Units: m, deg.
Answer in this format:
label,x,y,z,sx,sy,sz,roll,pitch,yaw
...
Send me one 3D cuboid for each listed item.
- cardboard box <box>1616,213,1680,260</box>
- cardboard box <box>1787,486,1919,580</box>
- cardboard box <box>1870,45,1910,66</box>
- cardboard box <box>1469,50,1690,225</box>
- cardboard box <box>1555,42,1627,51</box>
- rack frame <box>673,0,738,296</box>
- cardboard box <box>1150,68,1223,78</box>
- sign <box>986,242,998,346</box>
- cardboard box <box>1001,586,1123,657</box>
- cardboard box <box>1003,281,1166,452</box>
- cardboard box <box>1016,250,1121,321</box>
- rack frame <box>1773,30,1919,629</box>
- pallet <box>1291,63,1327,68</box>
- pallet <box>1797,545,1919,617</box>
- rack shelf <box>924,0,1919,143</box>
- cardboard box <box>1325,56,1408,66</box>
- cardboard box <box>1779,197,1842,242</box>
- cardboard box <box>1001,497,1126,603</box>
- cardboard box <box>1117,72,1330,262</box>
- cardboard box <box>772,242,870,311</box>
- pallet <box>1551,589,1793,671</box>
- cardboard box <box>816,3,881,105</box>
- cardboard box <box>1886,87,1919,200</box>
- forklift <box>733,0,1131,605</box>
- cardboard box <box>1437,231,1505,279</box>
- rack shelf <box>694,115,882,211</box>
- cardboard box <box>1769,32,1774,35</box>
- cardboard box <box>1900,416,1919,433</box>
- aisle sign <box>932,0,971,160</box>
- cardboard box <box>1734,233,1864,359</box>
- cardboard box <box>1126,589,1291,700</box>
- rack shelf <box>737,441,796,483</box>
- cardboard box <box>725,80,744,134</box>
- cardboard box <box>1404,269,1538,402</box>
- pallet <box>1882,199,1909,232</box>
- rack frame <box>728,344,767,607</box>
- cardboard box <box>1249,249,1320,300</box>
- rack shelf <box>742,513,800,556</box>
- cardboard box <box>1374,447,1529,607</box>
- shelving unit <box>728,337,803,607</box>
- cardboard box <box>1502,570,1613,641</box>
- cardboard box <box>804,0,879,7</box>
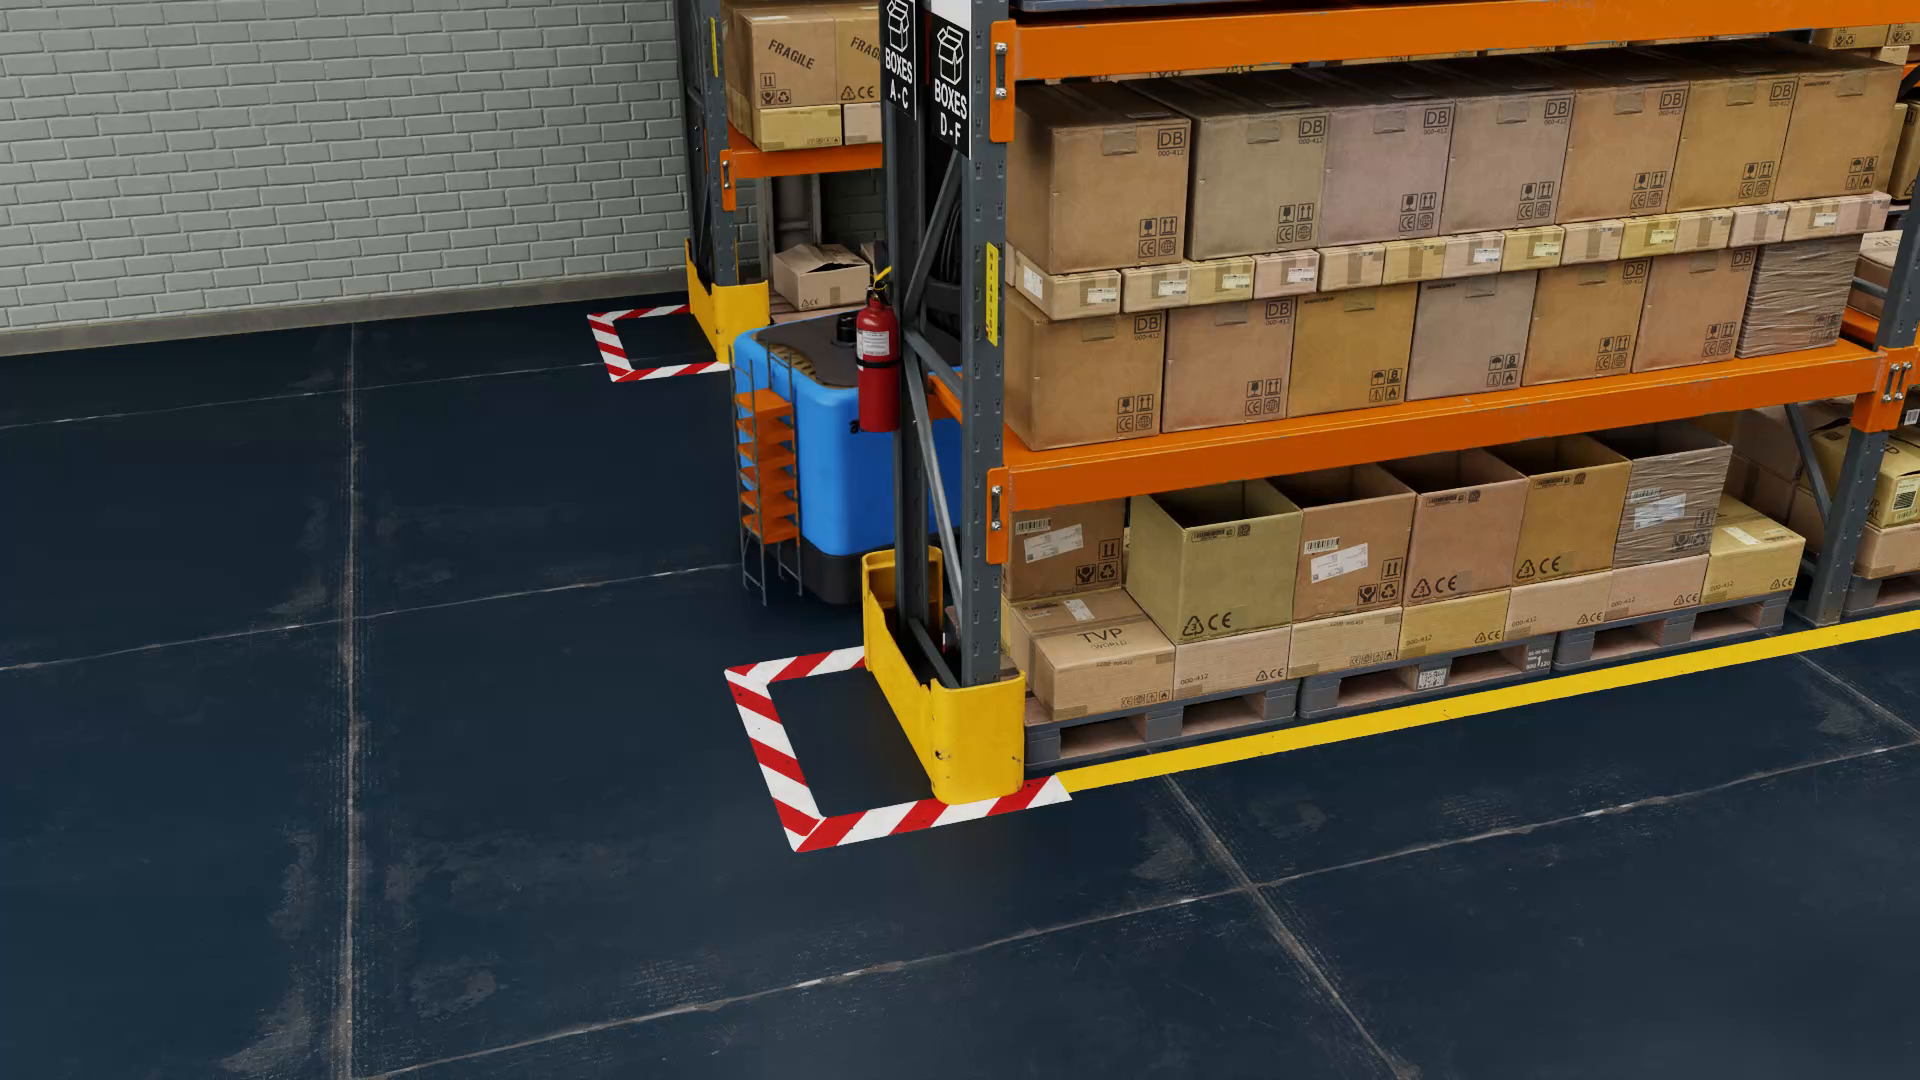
label,x,y,z,sx,sy,sz,roll,pitch,yaw
cardboard box,2.581,-1.233,6.518,0.250,0.149,0.380,-8,28,-16
cardboard box,4.202,-0.072,7.642,0.500,0.250,0.500,-9,28,-17
cardboard box,6.913,-3.685,12.560,0.250,0.149,0.380,-7,27,-15
cardboard box,2.365,-1.588,6.505,0.500,0.500,0.700,-8,28,-16
cardboard box,4.386,-3.802,11.927,0.500,0.500,0.700,-8,28,-16
rack frame,-1.599,-2.708,10.332,0.127,3.000,1.000,-8,28,-16
cardboard box,1.377,-3.270,10.766,0.500,0.500,0.500,-8,28,-16
sign,0.104,-0.802,5.429,0.005,0.325,0.100,-8,28,-16
cardboard box,0.357,0.231,7.032,0.500,0.250,0.500,-8,28,-16
cardboard box,0.386,-0.718,6.210,0.500,0.500,0.700,-8,28,-16
cardboard box,0.378,-0.913,5.873,0.250,0.149,0.380,-8,28,-16
rack frame,3.742,-1.165,7.223,0.127,3.000,1.000,-8,28,-16
pallet,2.976,-3.217,11.572,1.213,0.211,1.003,-8,28,-16
pallet,4.430,-0.034,8.081,1.213,0.211,1.003,-8,28,-16
rack shelf,1.840,-1.911,6.162,4.000,0.370,1.077,-8,28,-16
cardboard box,2.698,-3.556,11.433,0.500,0.500,0.700,-8,28,-16
cardboard box,3.314,-1.339,6.732,0.250,0.149,0.380,-9,28,-17
cardboard box,0.356,-0.106,6.867,0.500,0.500,0.500,-8,28,-16
cardboard box,0.935,-1.381,6.087,0.500,0.500,0.700,-9,28,-17
cardboard box,-0.914,-1.758,10.947,0.500,0.311,0.500,-12,29,-22
pallet,2.972,0.176,7.658,1.213,0.211,1.003,-8,28,-16
cardboard box,-0.579,-2.988,10.199,0.500,0.500,0.500,-8,28,-16
cardboard box,7.582,-3.199,13.265,0.750,0.750,0.750,-8,28,-16
forklift,0.448,-1.487,7.949,3.031,2.935,1.130,-15,30,-28
cardboard box,1.840,-1.124,6.298,0.250,0.149,0.380,-8,27,-16
rack shelf,0.302,-2.661,11.046,4.000,0.370,1.077,-8,28,-16
cardboard box,6.375,-4.173,12.813,0.500,0.500,0.500,-8,28,-16
cardboard box,4.689,-0.391,7.654,0.500,0.311,0.500,-9,28,-17
aisle sign,-0.029,-1.640,5.257,0.004,0.787,0.394,-8,28,-16
cardboard box,3.322,-1.146,7.073,0.500,0.500,0.700,-9,28,-17
cardboard box,0.991,0.379,6.733,0.500,0.250,0.500,-8,28,-16
rack shelf,-0.873,-0.364,7.463,0.180,0.103,0.258,-15,30,-28
cardboard box,-1.215,-2.796,10.655,0.500,0.250,0.500,-8,27,-15
cardboard box,1.857,-0.932,6.642,0.500,0.500,0.700,-7,27,-15
pallet,6.780,-2.637,13.325,1.213,0.211,1.003,-8,28,-16
rack frame,-0.951,-0.275,7.454,0.006,1.200,0.240,-15,30,-28
cardboard box,1.106,-1.018,6.084,0.250,0.149,0.380,-9,28,-17
rack shelf,-0.873,-0.041,7.623,0.180,0.103,0.258,-15,30,-28
cardboard box,1.944,-0.092,6.838,0.500,0.500,0.500,-8,28,-16
shelving unit,-0.873,-0.296,7.497,0.189,1.200,0.258,-15,30,-28
cardboard box,2.419,0.175,7.145,0.500,0.250,0.500,-8,28,-16
cardboard box,-0.735,-3.206,10.637,0.500,0.500,0.500,-8,27,-15
